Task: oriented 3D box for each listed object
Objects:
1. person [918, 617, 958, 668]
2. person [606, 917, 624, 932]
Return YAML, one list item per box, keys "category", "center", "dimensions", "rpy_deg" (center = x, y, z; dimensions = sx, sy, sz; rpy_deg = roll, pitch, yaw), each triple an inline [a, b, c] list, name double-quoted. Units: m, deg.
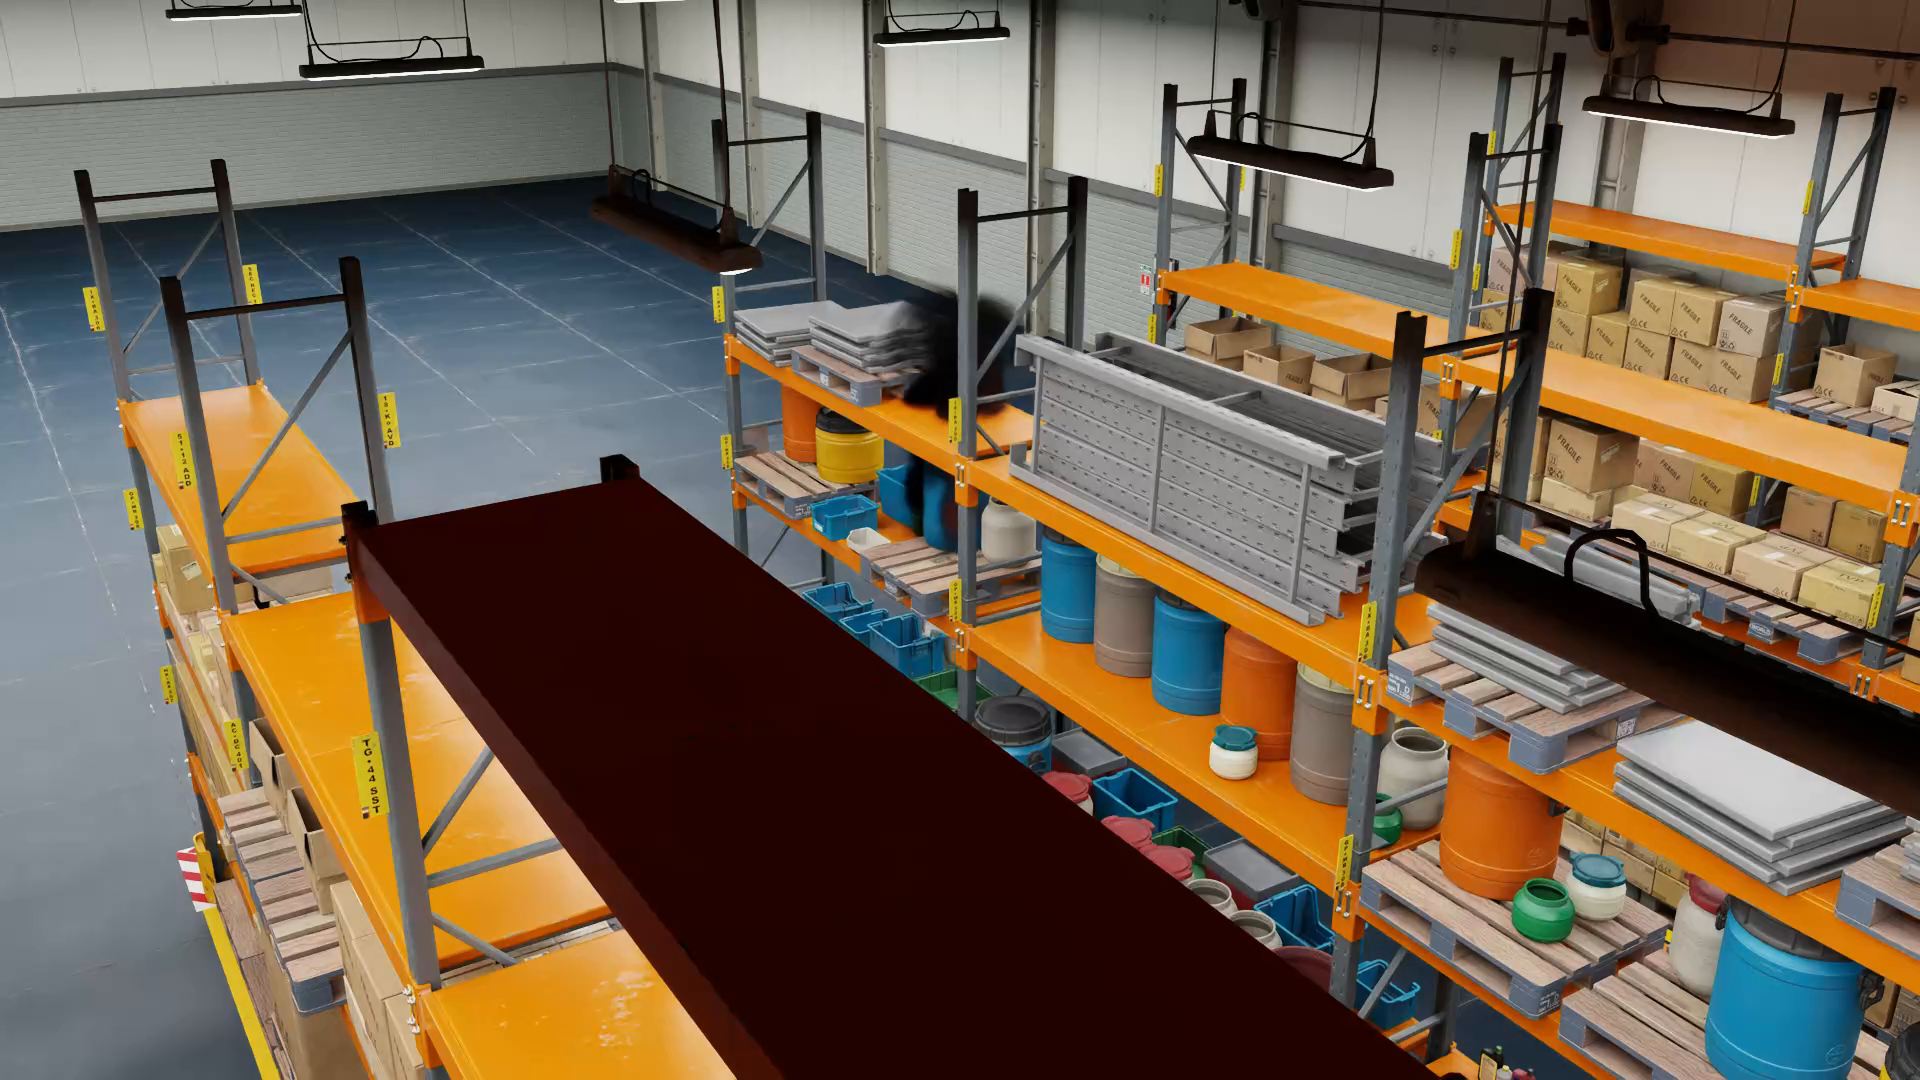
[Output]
- category: "person"
  center: [-0.168, 0.936, 16.888]
  dimensions: [0.804, 1.677, 0.607]
  rpy_deg: [16, 27, 34]
- category: "person"
  center: [-2.244, 3.145, 11.267]
  dimensions: [0.663, 1.732, 0.667]
  rpy_deg: [20, 29, 40]
